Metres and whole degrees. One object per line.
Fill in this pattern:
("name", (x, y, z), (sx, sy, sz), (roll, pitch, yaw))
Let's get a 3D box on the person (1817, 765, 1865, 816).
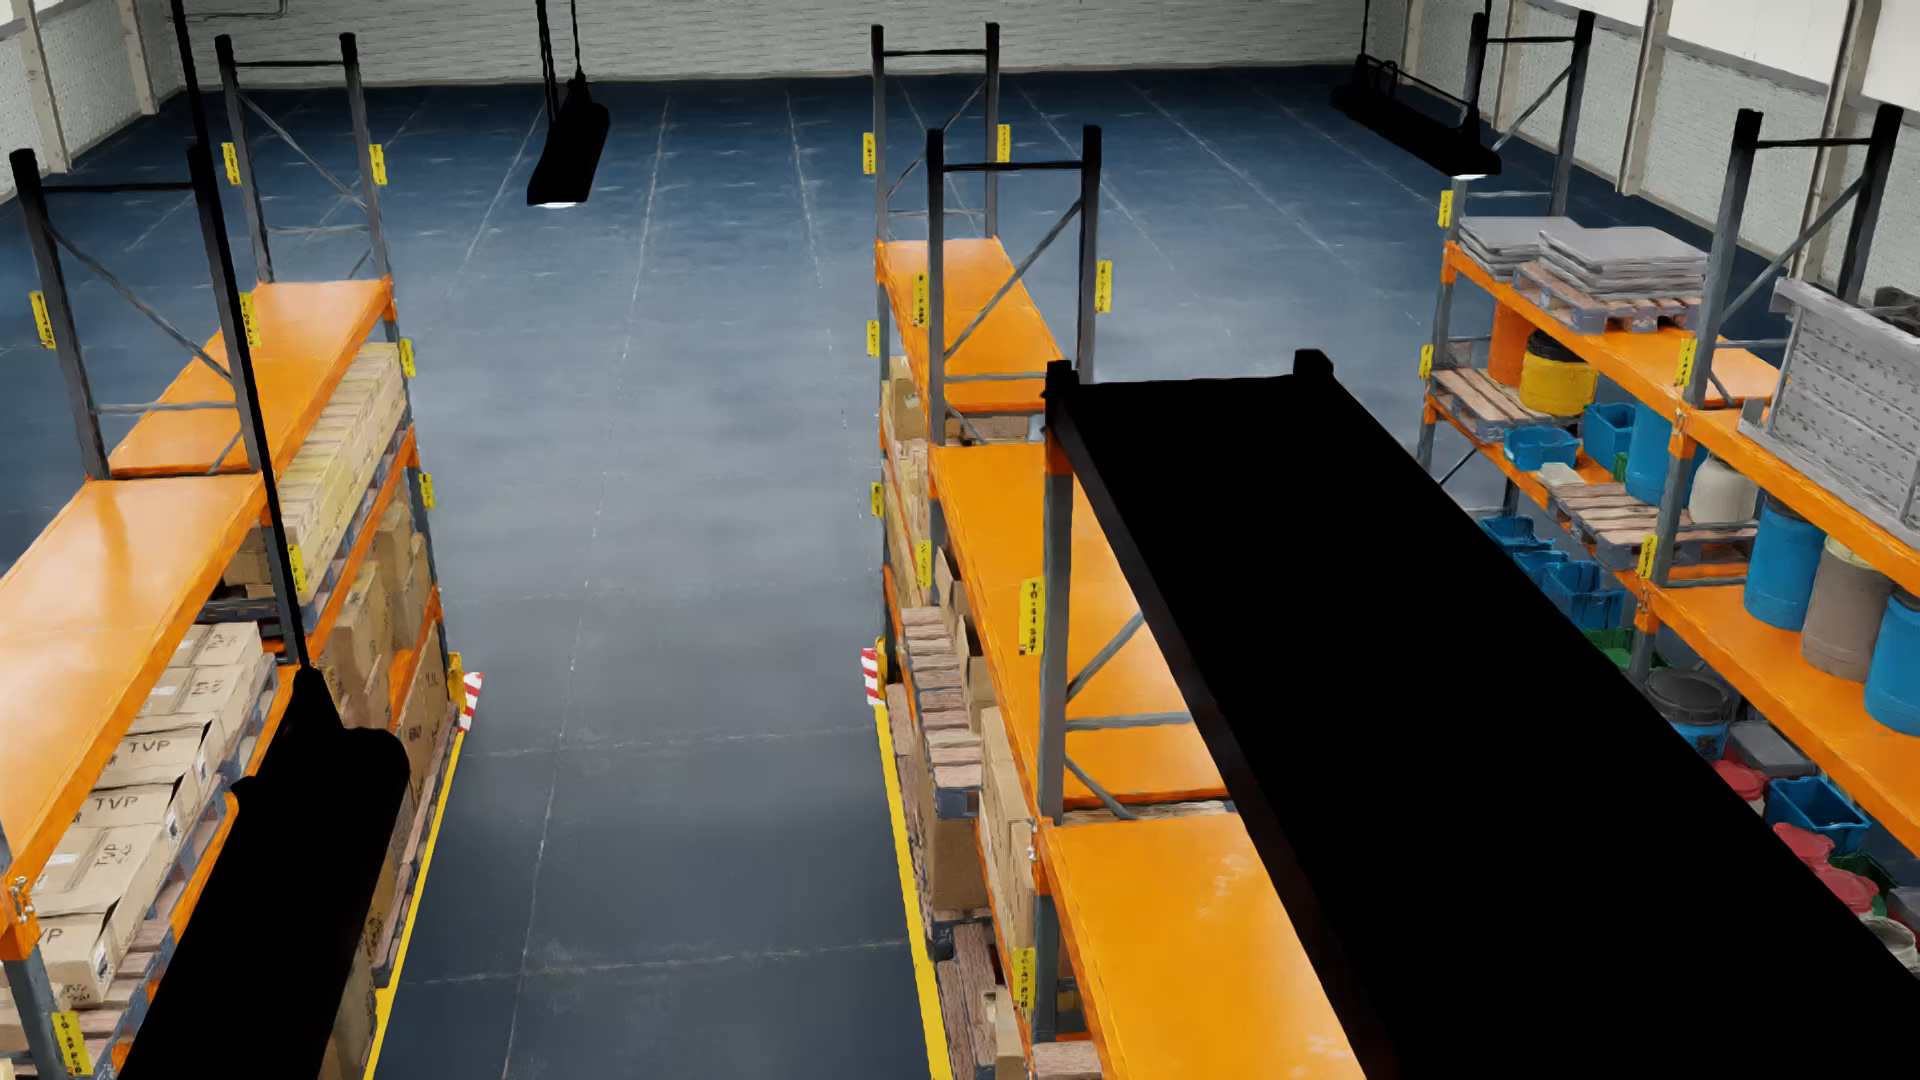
("person", (6.861, 1.848, 12.748), (0.521, 1.611, 0.915), (6, 26, 12))
